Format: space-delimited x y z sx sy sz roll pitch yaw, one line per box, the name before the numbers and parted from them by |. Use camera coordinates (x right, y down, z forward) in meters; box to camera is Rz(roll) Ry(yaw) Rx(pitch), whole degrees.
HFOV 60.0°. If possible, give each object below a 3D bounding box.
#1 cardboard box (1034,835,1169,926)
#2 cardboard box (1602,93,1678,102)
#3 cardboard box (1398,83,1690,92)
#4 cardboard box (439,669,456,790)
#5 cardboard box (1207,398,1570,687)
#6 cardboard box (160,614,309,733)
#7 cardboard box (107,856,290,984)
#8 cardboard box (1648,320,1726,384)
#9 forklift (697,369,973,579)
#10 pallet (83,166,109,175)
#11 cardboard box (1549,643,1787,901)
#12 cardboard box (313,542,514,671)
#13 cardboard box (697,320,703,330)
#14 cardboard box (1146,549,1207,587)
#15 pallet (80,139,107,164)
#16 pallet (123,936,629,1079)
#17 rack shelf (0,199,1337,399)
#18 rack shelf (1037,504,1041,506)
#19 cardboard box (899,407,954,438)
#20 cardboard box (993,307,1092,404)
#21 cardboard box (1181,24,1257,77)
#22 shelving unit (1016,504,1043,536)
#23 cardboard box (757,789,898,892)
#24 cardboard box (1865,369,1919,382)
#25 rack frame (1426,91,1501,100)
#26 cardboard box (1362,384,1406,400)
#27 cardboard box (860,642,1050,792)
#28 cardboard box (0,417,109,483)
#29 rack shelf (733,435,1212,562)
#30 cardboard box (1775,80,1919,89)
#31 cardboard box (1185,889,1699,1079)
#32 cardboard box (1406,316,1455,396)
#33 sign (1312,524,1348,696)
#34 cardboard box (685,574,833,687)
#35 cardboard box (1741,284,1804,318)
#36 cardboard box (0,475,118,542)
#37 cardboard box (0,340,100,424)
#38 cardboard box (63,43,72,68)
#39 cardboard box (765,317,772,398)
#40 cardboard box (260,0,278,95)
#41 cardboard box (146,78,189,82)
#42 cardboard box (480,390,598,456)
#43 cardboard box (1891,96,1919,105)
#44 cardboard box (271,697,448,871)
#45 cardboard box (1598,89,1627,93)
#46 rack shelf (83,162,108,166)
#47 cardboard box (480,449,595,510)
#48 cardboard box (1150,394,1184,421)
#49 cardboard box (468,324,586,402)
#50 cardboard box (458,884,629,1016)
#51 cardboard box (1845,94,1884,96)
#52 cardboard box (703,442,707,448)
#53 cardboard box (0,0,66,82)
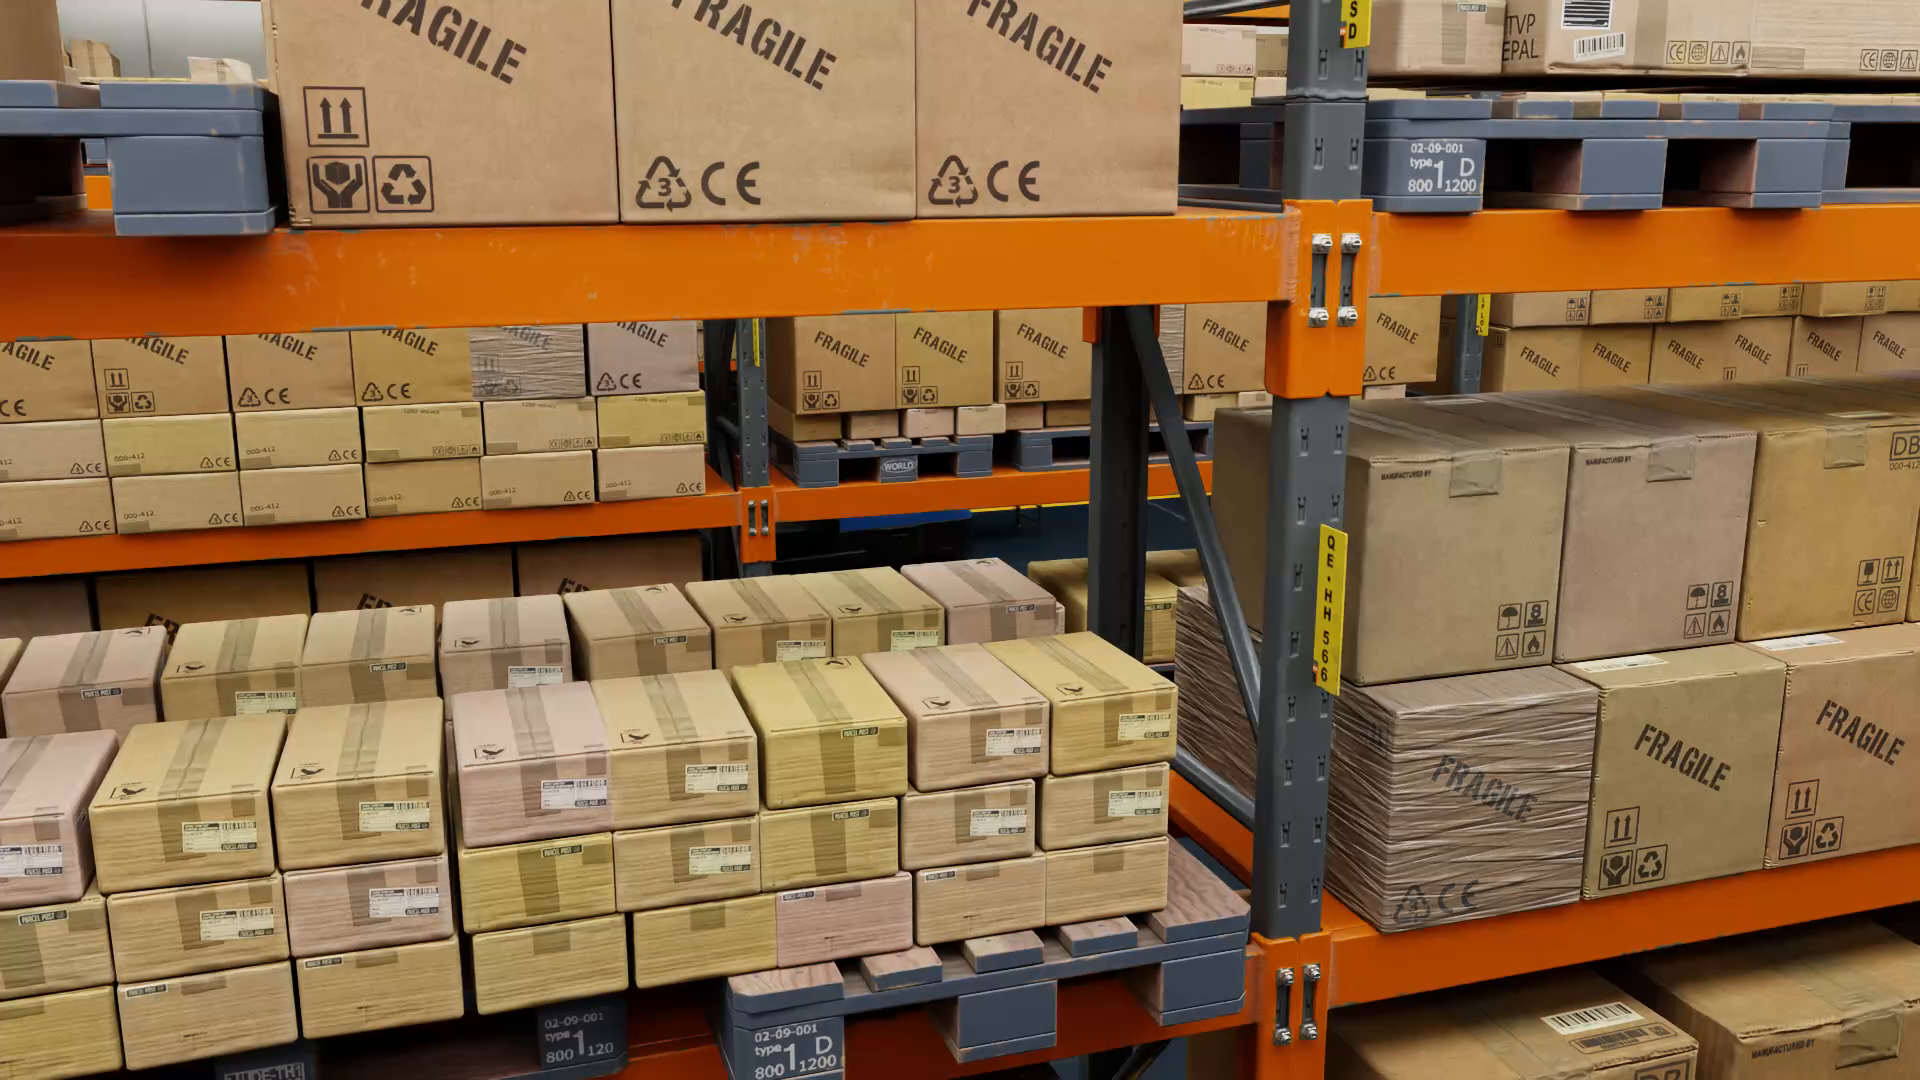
cardboard box | 0.219 0.598 3.281 0.250 0.149 0.380 -4 14 -17
cardboard box | 3.647 -2.374 9.340 0.500 0.250 0.500 -5 14 -19
cardboard box | 1.435 -1.269 4.082 0.500 0.311 0.500 -4 14 -18
cardboard box | -0.966 0.386 3.532 0.250 0.149 0.380 -4 14 -18
cardboard box | 0.969 -0.023 3.880 0.500 0.500 0.700 -5 14 -18
cardboard box | -1.443 0.278 3.341 0.250 0.149 0.380 -5 14 -19
cardboard box | -1.249 0.567 2.768 0.250 0.149 0.380 -5 14 -19
cardboard box | 4.111 -1.071 9.806 0.500 0.500 0.500 -5 14 -19
forklift | -1.461 -1.242 11.530 3.031 2.935 1.130 -6 15 -25
pallet | -4.072 -1.685 7.174 1.217 0.209 0.805 -5 14 -20
cardboard box | 1.533 0.482 3.917 0.500 0.500 0.500 -5 14 -19
cardboard box | -2.662 0.392 8.197 0.875 0.875 0.875 -4 14 -17
cardboard box | -2.215 -1.767 12.835 0.500 0.250 0.500 -4 14 -18
cardboard box | 1.480 0.337 9.516 0.625 0.372 0.950 -4 14 -15
pallet | -5.872 -2.729 11.557 1.003 0.211 1.213 -4 14 -18
pallet | -1.323 0.791 3.248 1.213 0.211 1.003 -4 14 -18
rack shelf | -1.356 -0.419 2.993 4.000 0.370 1.077 -4 14 -18
rack shelf | 0.206 -0.447 12.690 0.720 0.370 0.431 -6 15 -25
cardboard box | -0.215 -0.624 8.419 0.250 0.149 0.380 -5 14 -22
cardboard box | 0.359 -0.996 8.581 0.500 0.500 0.500 -4 14 -17
cardboard box | 1.188 -2.513 8.581 0.500 0.250 0.500 -4 14 -17
shelving unit | 0.206 -0.764 12.614 0.755 1.500 0.431 -6 15 -25
cardboard box | -0.284 0.493 3.082 0.250 0.149 0.380 -4 14 -17
cardboard box | 2.896 -0.174 4.514 0.500 0.500 0.700 -4 14 -18
rack frame | 2.657 -3.749 8.957 0.127 3.000 1.000 -4 14 -18
cardboard box | 2.257 -0.814 9.218 0.250 0.149 0.380 -4 14 -17
cardboard box | -0.017 0.326 3.139 0.250 0.149 0.380 -5 14 -19
cardboard box | -3.933 -0.425 7.193 0.500 0.250 0.500 -4 14 -17
rack shelf | 0.761 -0.333 9.114 4.000 0.370 1.077 -4 14 -18
cardboard box | 2.258 -1.206 3.817 0.500 0.311 0.500 -5 14 -19
cardboard box | 1.146 1.408 4.195 0.750 0.750 1.050 -5 14 -19
cardboard box | 2.998 -1.111 9.973 0.500 0.500 0.500 -5 14 -20
sign | 0.722 0.137 3.255 0.005 0.325 0.100 -4 14 -18
cardboard box | -0.448 0.201 3.667 0.250 0.149 0.380 -5 14 -18
cardboard box | 4.583 -1.617 9.941 0.500 0.500 0.700 -5 14 -18
cardboard box | -3.934 -0.180 7.242 0.500 0.250 0.500 -5 14 -19
cardboard box | -3.944 -0.788 7.097 0.500 0.500 0.500 -5 14 -18
cardboard box | -6.244 -3.302 11.442 0.258 0.266 0.396 -5 14 -19
cardboard box | -0.792 -1.027 8.713 0.500 0.500 0.500 -5 14 -20
cardboard box | -2.713 -2.054 7.189 0.500 0.500 0.500 -4 14 -18
cardboard box | -5.370 -3.058 11.313 0.250 0.149 0.380 -5 14 -19
cardboard box | -1.997 -0.575 7.823 0.500 0.250 0.500 -5 14 -20
cardboard box | 5.567 -2.526 9.979 0.500 0.250 0.500 -5 14 -19
cardboard box | -1.005 0.403 2.815 0.250 0.149 0.380 -4 14 -15
cardboard box | 3.549 -2.550 9.219 0.250 0.149 0.380 -5 14 -20
rack shelf | -4.617 -2.585 12.102 4.000 0.370 1.077 -4 14 -18
cardboard box | -2.010 -0.327 7.858 0.500 0.250 0.500 -4 14 -17
cardboard box | 1.003 -0.745 8.928 0.250 0.149 0.380 -5 14 -20
cardboard box | -2.025 -0.935 7.715 0.500 0.500 0.500 -4 14 -17
cardboard box | -0.753 0.673 2.967 0.250 0.149 0.380 -5 14 -21
cardboard box | 5.238 -2.703 9.864 0.250 0.149 0.380 -4 14 -18
cardboard box | -2.126 -0.716 13.393 0.625 0.625 0.875 -4 14 -16
cardboard box | -1.745 -0.961 2.587 0.637 0.503 0.797 -5 14 -19
